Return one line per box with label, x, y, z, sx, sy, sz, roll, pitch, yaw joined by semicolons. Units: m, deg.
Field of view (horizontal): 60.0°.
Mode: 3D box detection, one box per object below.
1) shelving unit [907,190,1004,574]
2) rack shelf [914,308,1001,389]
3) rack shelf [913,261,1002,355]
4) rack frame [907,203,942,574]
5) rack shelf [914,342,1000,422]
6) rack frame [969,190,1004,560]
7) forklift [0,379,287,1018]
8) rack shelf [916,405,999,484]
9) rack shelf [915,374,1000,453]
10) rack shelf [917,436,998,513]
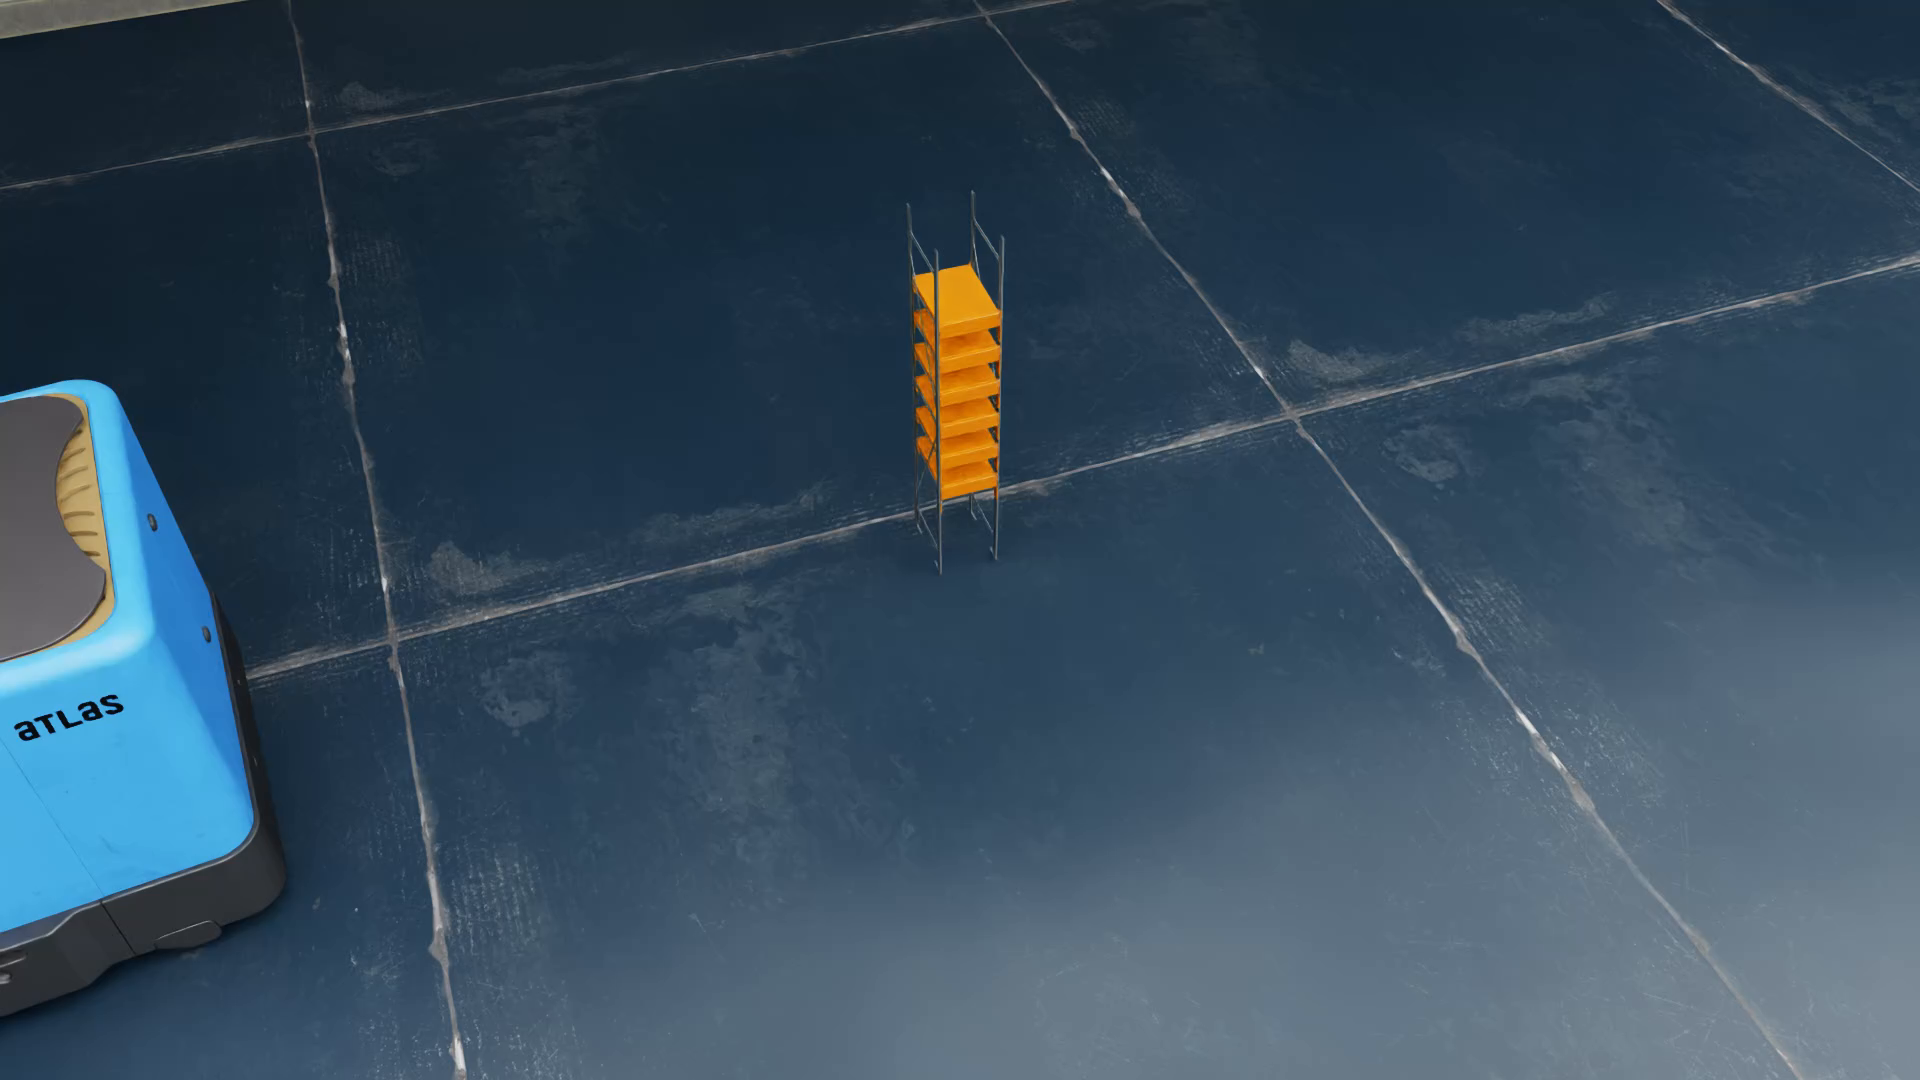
shelving unit;-0.014;-0.420;4.822;0.189;1.200;0.258;-14;47;-14
rack shelf;-0.014;-0.558;4.683;0.180;0.103;0.258;-14;47;-14
rack shelf;-0.014;-0.643;4.598;0.180;0.103;0.258;-14;47;-14
rack frame;-0.100;-0.398;4.800;0.006;1.200;0.240;-14;47;-14
rack shelf;-0.014;-0.473;4.768;0.180;0.103;0.258;-14;47;-14
rack frame;0.072;-0.442;4.843;0.006;1.200;0.240;-14;47;-14
forklift;-3.291;0.050;3.130;3.031;2.935;1.130;-18;48;-17
rack shelf;-0.014;-0.304;4.938;0.180;0.103;0.258;-14;47;-14
rack shelf;-0.014;-0.389;4.853;0.180;0.103;0.258;-14;47;-14
rack shelf;-0.014;-0.219;5.023;0.180;0.103;0.258;-14;47;-14
